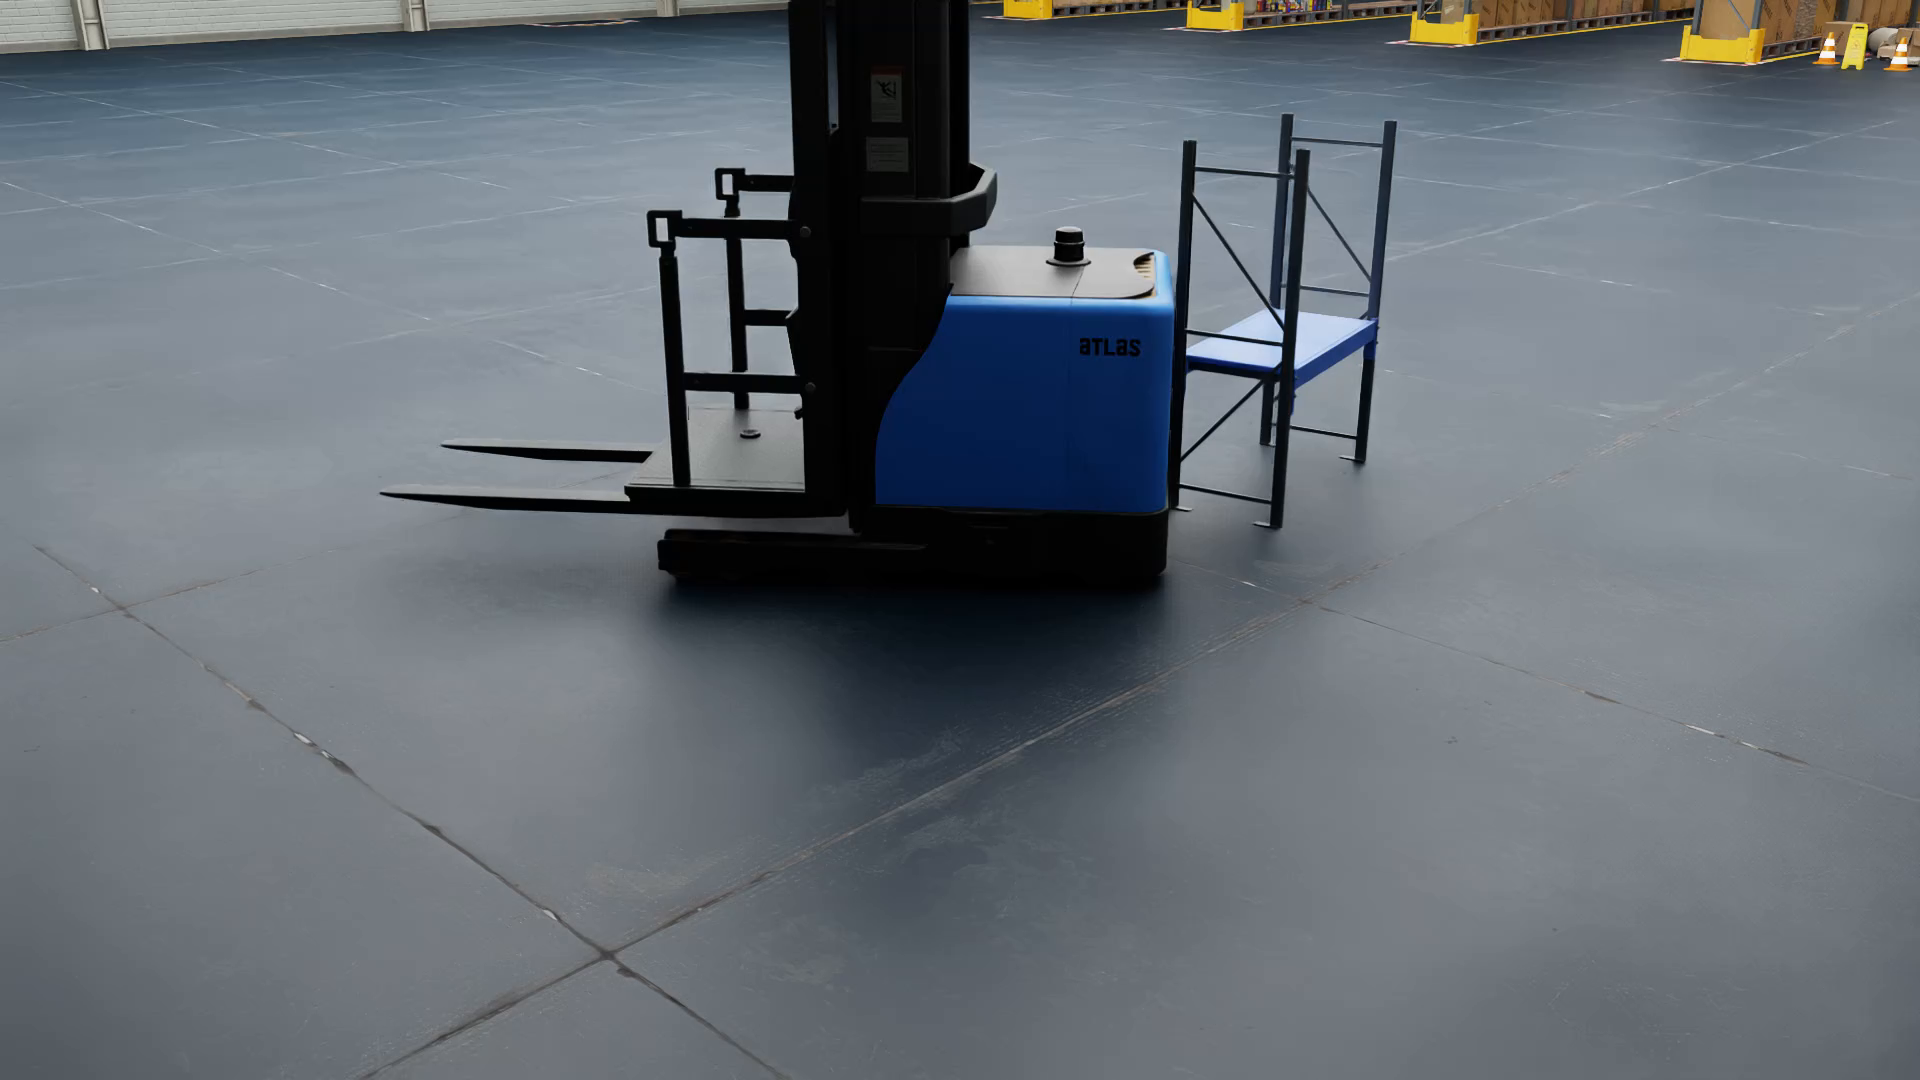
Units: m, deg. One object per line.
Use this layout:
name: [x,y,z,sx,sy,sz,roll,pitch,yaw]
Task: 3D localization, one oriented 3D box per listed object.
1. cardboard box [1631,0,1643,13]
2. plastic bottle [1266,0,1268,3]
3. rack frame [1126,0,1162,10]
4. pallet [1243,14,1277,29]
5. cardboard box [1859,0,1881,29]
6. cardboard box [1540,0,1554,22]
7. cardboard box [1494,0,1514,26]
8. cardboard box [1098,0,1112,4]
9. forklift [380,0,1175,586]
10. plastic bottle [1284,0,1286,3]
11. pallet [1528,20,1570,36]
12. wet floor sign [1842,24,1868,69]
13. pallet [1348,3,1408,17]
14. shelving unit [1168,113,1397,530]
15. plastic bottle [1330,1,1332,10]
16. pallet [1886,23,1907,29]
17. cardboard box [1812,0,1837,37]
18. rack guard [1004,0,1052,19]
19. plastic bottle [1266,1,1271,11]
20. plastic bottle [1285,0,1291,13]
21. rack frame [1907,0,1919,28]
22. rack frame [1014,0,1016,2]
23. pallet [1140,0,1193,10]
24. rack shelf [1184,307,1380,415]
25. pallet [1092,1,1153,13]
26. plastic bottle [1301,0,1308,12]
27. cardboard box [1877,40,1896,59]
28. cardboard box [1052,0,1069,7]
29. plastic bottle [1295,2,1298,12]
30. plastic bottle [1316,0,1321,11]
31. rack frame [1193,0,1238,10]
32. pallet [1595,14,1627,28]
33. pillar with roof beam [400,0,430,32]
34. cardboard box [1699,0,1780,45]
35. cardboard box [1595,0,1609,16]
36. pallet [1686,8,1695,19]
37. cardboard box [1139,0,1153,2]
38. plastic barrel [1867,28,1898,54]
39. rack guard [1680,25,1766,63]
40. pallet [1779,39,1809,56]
cardboard box: [13.705,-11.201,34.406,0.700,0.500,0.500,17,27,38]
plastic bottle: [6.288,-11.132,34.540,0.152,0.276,0.135,18,28,39]
rack frame: [4.273,-13.792,38.276,1.000,3.000,0.127,19,28,41]
pallet: [5.619,-10.460,33.494,1.003,0.211,1.213,19,28,41]
cardboard box: [15.895,-9.619,29.970,1.050,0.750,0.750,19,28,41]
cardboard box: [11.060,-10.248,31.954,0.500,0.500,0.500,18,28,39]
cardboard box: [9.868,-9.787,30.756,0.500,0.500,0.500,-17,27,-37]
cardboard box: [3.063,-12.143,37.235,0.500,0.250,0.500,19,28,41]
forklift: [-0.707,-1.406,6.148,3.031,2.935,1.130,2,21,5]
plastic bottle: [6.827,-11.368,35.048,0.144,0.351,0.185,18,27,38]
pallet: [10.925,-9.828,31.851,1.003,0.211,1.213,19,28,41]
wet floor sign: [13.459,-7.414,24.964,0.267,0.644,0.232,14,25,32]
pallet: [9.190,-11.776,36.918,1.003,0.211,1.213,19,28,41]
shelving unit: [1.345,-0.946,6.945,0.538,1.500,1.048,12,24,29]
plastic bottle: [7.789,-11.279,35.025,0.097,0.201,0.097,0,21,0]
pallet: [17.037,-9.587,31.223,1.003,0.211,1.213,19,28,41]
cardboard box: [14.362,-9.104,28.456,0.875,0.875,0.875,-20,28,-41]
rack guard: [1.466,-11.591,36.033,1.175,0.500,0.348,19,28,41]
plastic bottle: [6.390,-11.071,34.484,0.097,0.201,0.097,0,21,0]
plastic bottle: [6.688,-10.902,33.930,0.133,0.283,0.061,-20,28,-41]
rack frame: [17.641,-11.072,31.200,1.000,3.000,0.127,19,28,41]
rack frame: [1.482,-12.763,35.601,1.000,3.000,0.127,19,28,41]
pallet: [4.759,-12.689,39.294,1.003,0.211,1.213,19,28,41]
rack shelf: [1.345,-0.778,7.009,0.538,0.185,1.000,12,24,29]
pallet: [3.688,-12.296,38.271,1.003,0.211,1.213,19,28,41]
plastic bottle: [7.101,-11.074,34.389,0.135,0.276,0.152,-20,28,-41]
cardboard box: [14.972,-7.865,26.667,0.258,0.266,0.396,-14,25,-33]
cardboard box: [2.016,-11.758,36.232,0.500,0.250,0.500,19,28,41]
plastic bottle: [6.895,-10.949,34.168,0.097,0.201,0.097,0,21,0]
plastic bottle: [7.442,-11.233,34.697,0.144,0.351,0.185,18,27,38]
rack frame: [5.029,-11.523,32.373,1.000,3.000,0.127,19,28,41]
pallet: [12.761,-10.525,33.664,1.003,0.211,1.213,19,28,41]
pillar with roof beam: [-7.488,-13.037,27.950,9.100,9.000,0.400,19,28,41]
cardboard box: [12.486,-8.411,26.653,0.875,0.875,0.875,19,28,41]
cardboard box: [12.548,-10.764,33.270,0.700,0.500,0.500,16,26,36]
pallet: [15.613,-11.534,36.288,1.003,0.211,1.213,19,28,41]
cardboard box: [4.106,-12.530,38.241,0.500,0.250,0.500,19,28,41]
plastic barrel: [15.159,-8.166,27.230,0.421,0.421,0.512,-2,21,-5]
rack guard: [12.044,-7.843,26.283,1.175,0.500,0.348,19,28,41]
pallet: [13.413,-8.251,27.748,1.003,0.211,1.213,19,28,41]
